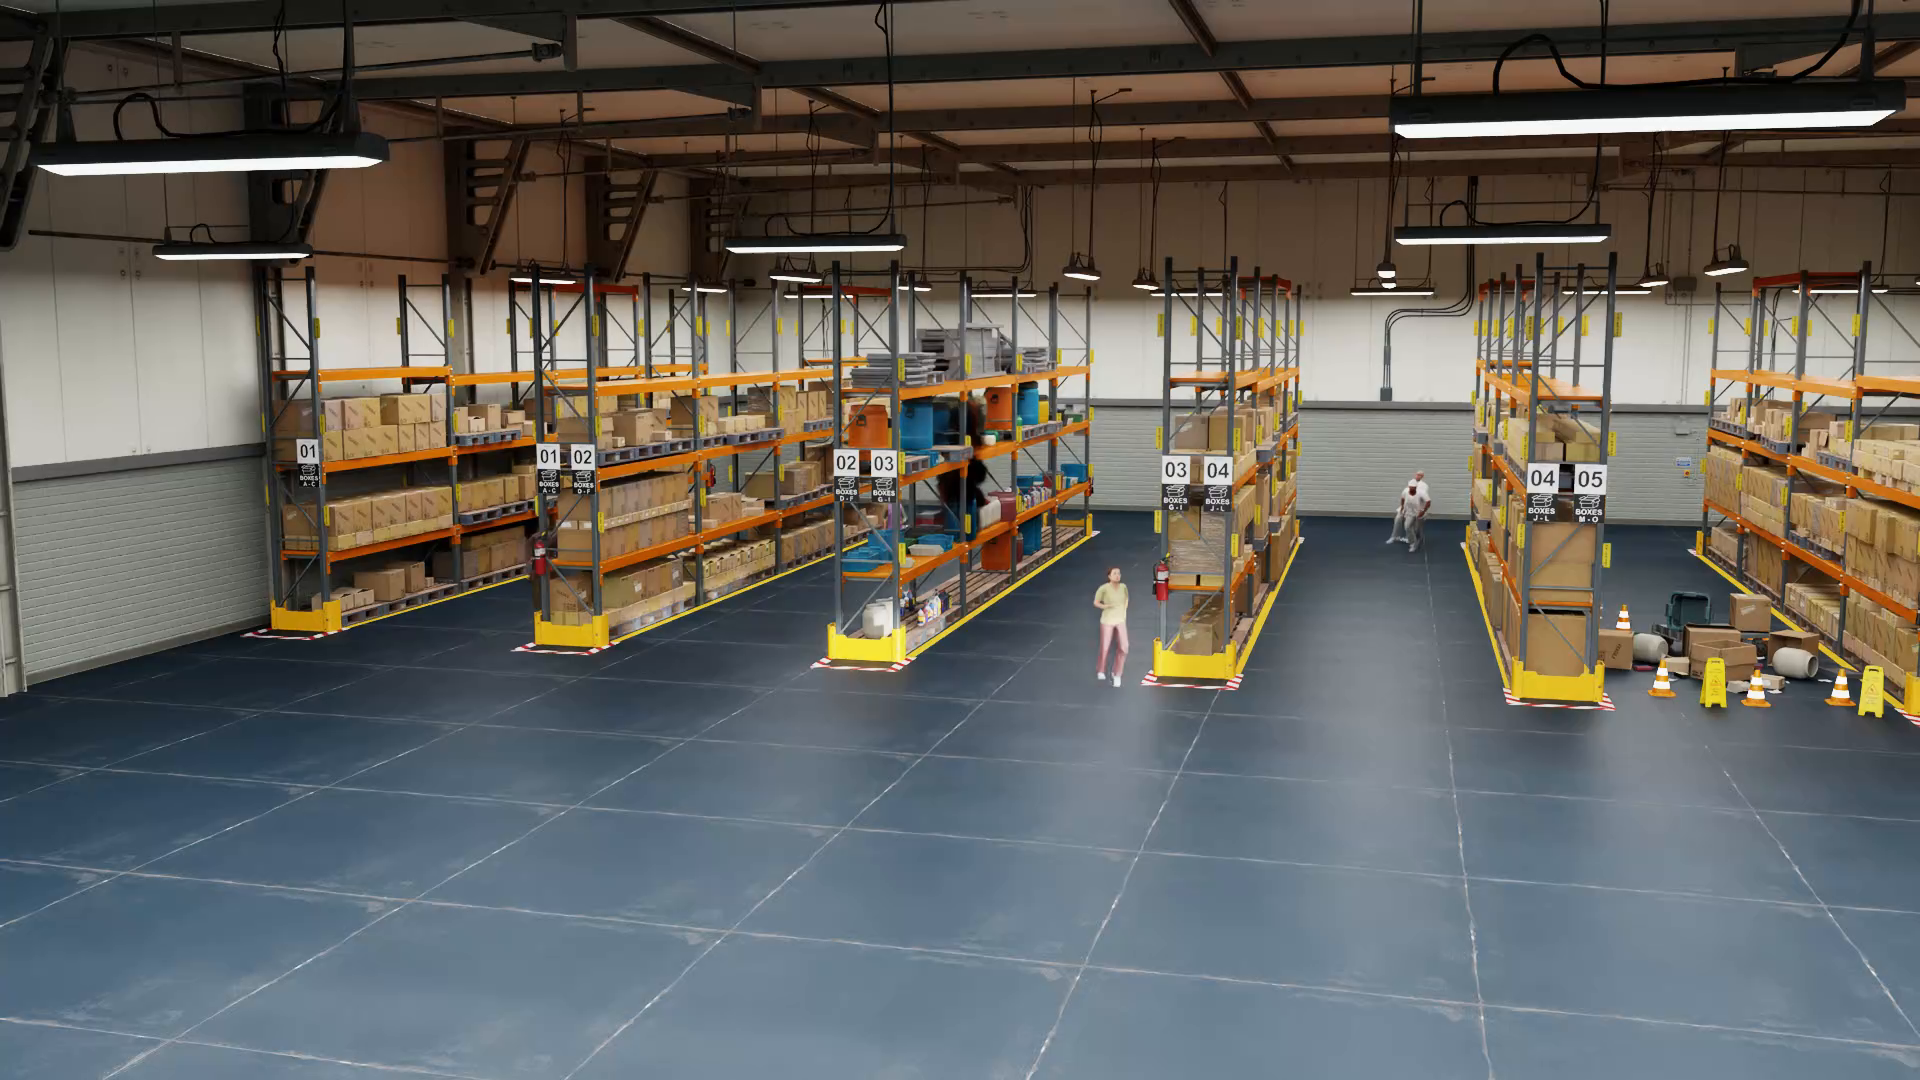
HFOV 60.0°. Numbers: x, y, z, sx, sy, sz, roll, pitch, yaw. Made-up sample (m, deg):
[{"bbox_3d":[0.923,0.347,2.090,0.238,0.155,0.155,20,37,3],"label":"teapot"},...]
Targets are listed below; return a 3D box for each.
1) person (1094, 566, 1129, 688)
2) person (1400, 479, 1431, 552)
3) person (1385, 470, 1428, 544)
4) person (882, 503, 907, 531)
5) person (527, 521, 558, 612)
[{"bbox_3d":[2.156,1.214,23.481,0.575,1.711,0.641,-2,7,-12],"label":"person"},{"bbox_3d":[10.352,-0.568,37.688,0.707,1.682,1.034,5,9,35],"label":"person"},{"bbox_3d":[10.469,-0.749,38.692,0.748,1.756,0.800,-4,8,-30],"label":"person"},{"bbox_3d":[-1.382,-0.196,34.950,0.537,1.549,0.594,0,7,4],"label":"person"},{"bbox_3d":[-7.159,0.518,28.634,0.711,1.769,0.900,1,7,8],"label":"person"}]
